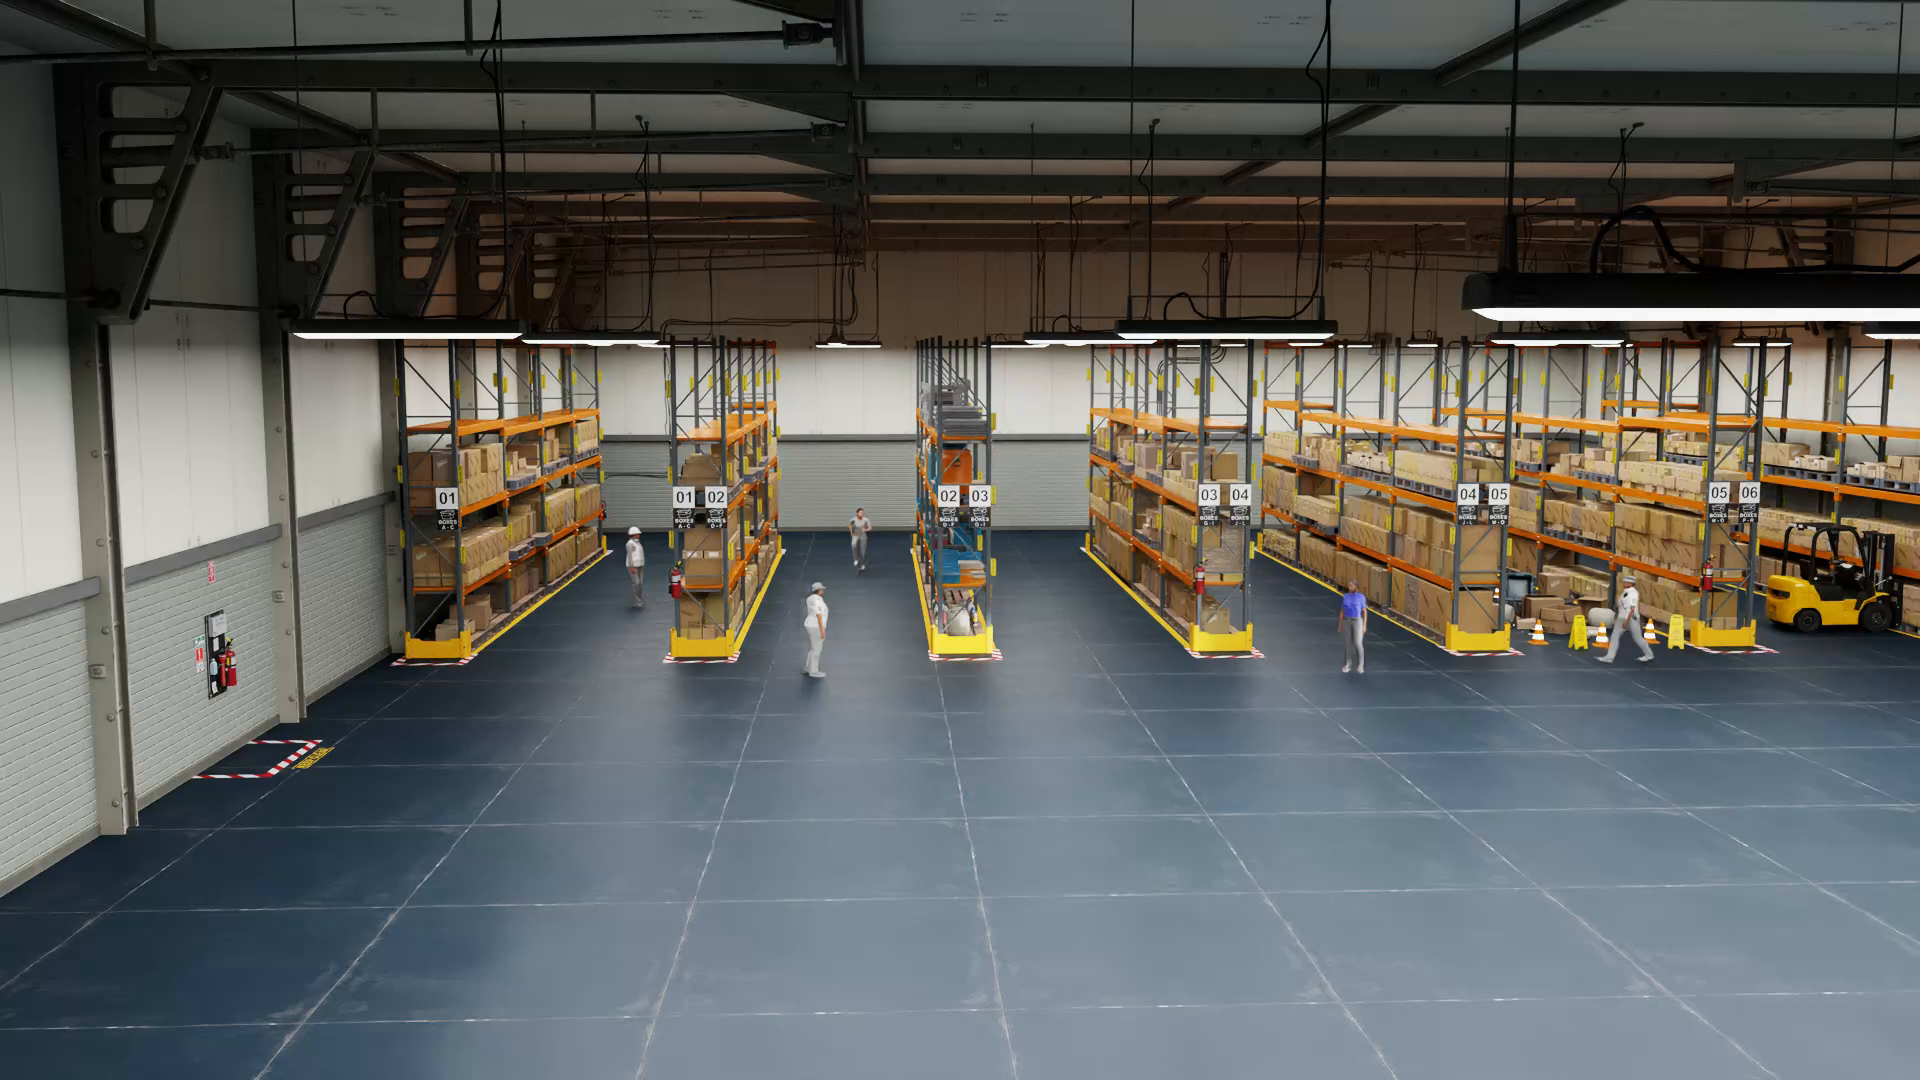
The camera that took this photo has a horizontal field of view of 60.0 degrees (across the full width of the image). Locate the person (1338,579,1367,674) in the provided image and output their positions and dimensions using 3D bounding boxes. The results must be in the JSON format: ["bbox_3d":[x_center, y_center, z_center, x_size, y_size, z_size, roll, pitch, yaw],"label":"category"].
[{"bbox_3d":[7.006,1.541,29.706,0.488,1.669,0.361,5,8,36],"label":"person"}]

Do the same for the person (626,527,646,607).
[{"bbox_3d":[-7.256,0.611,37.531,0.582,1.807,0.531,3,7,26],"label":"person"}]

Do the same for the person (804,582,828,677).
[{"bbox_3d":[-2.536,1.600,29.368,0.400,1.717,0.577,-2,7,-19],"label":"person"}]

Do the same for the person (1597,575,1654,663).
[{"bbox_3d":[12.240,1.446,30.470,1.005,1.633,0.447,-2,7,-18],"label":"person"}]

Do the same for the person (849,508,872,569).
[{"bbox_3d":[-2.587,-0.026,43.068,0.596,1.628,0.877,0,6,1],"label":"person"}]
